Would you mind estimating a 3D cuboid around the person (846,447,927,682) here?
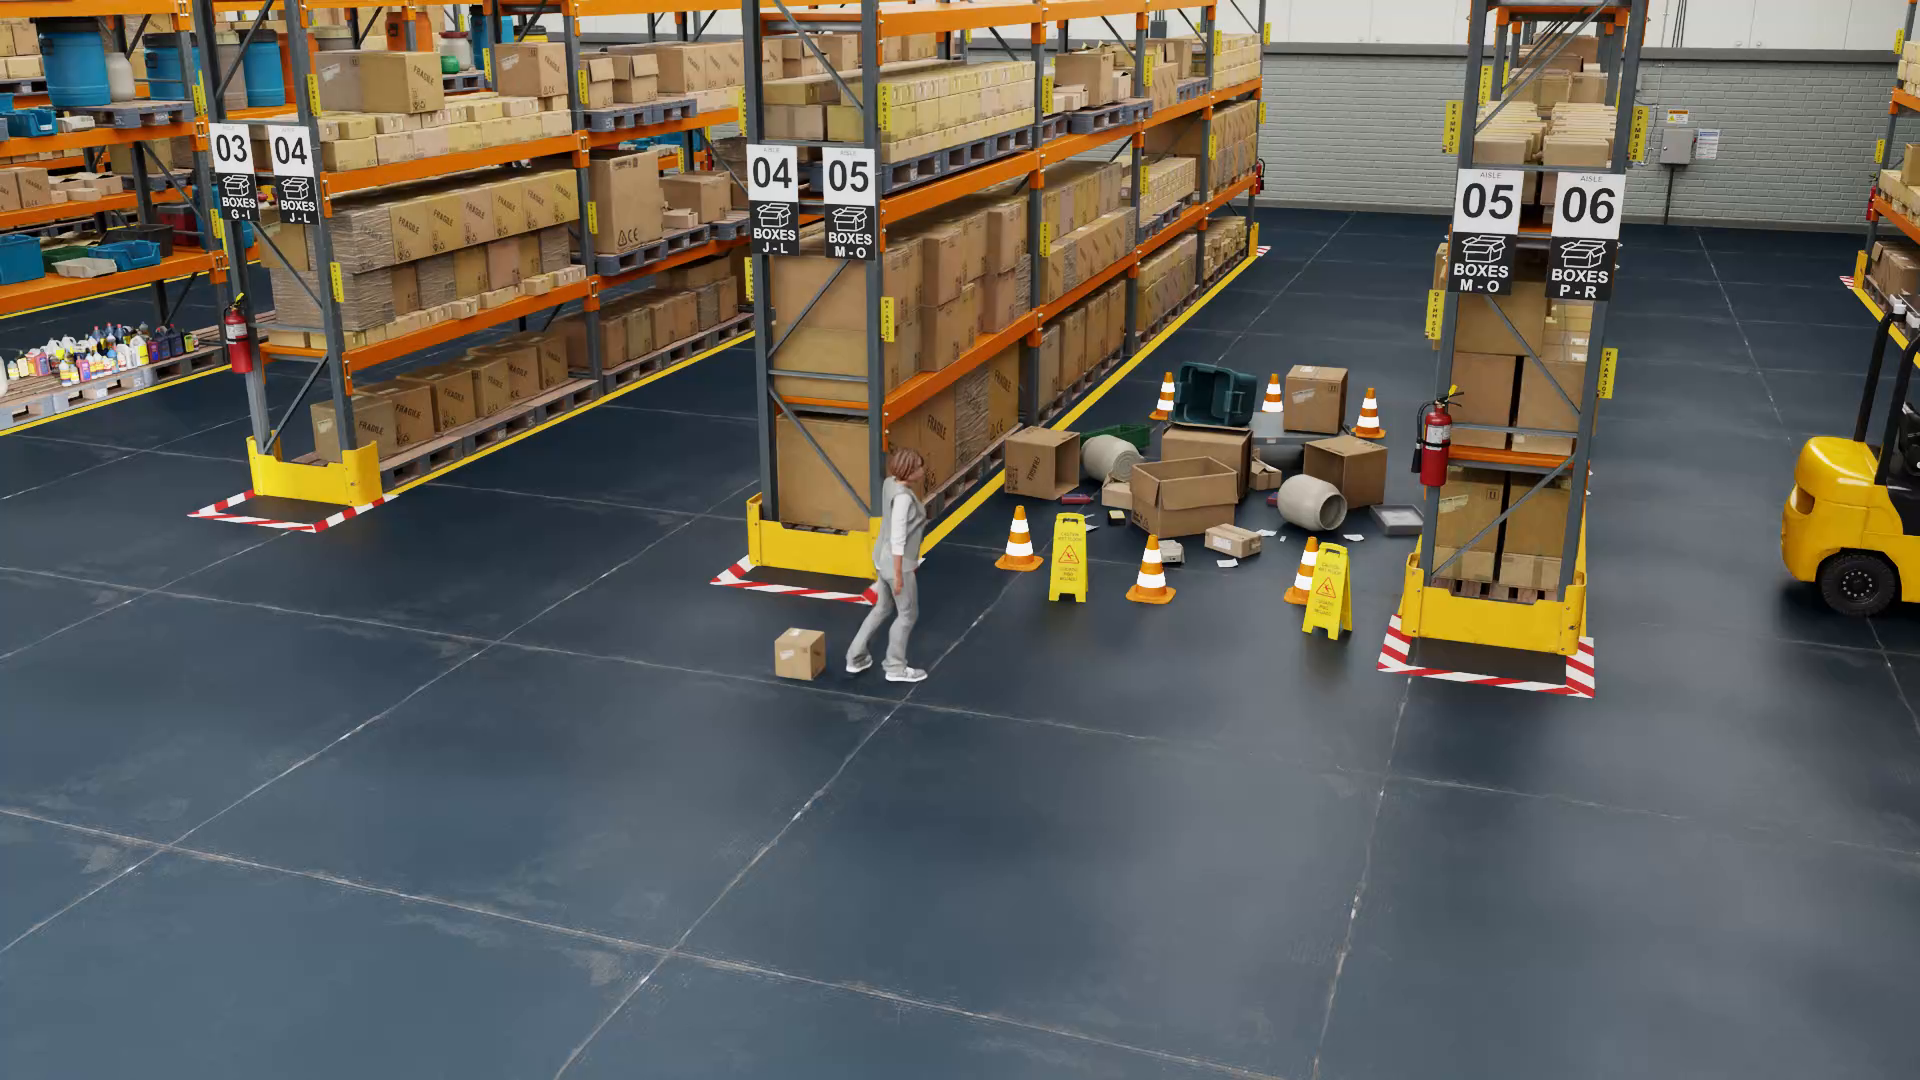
[{"bbox_3d":[-0.477,0.170,10.608,0.513,1.571,0.470,-5,20,-14],"label":"person"}]
